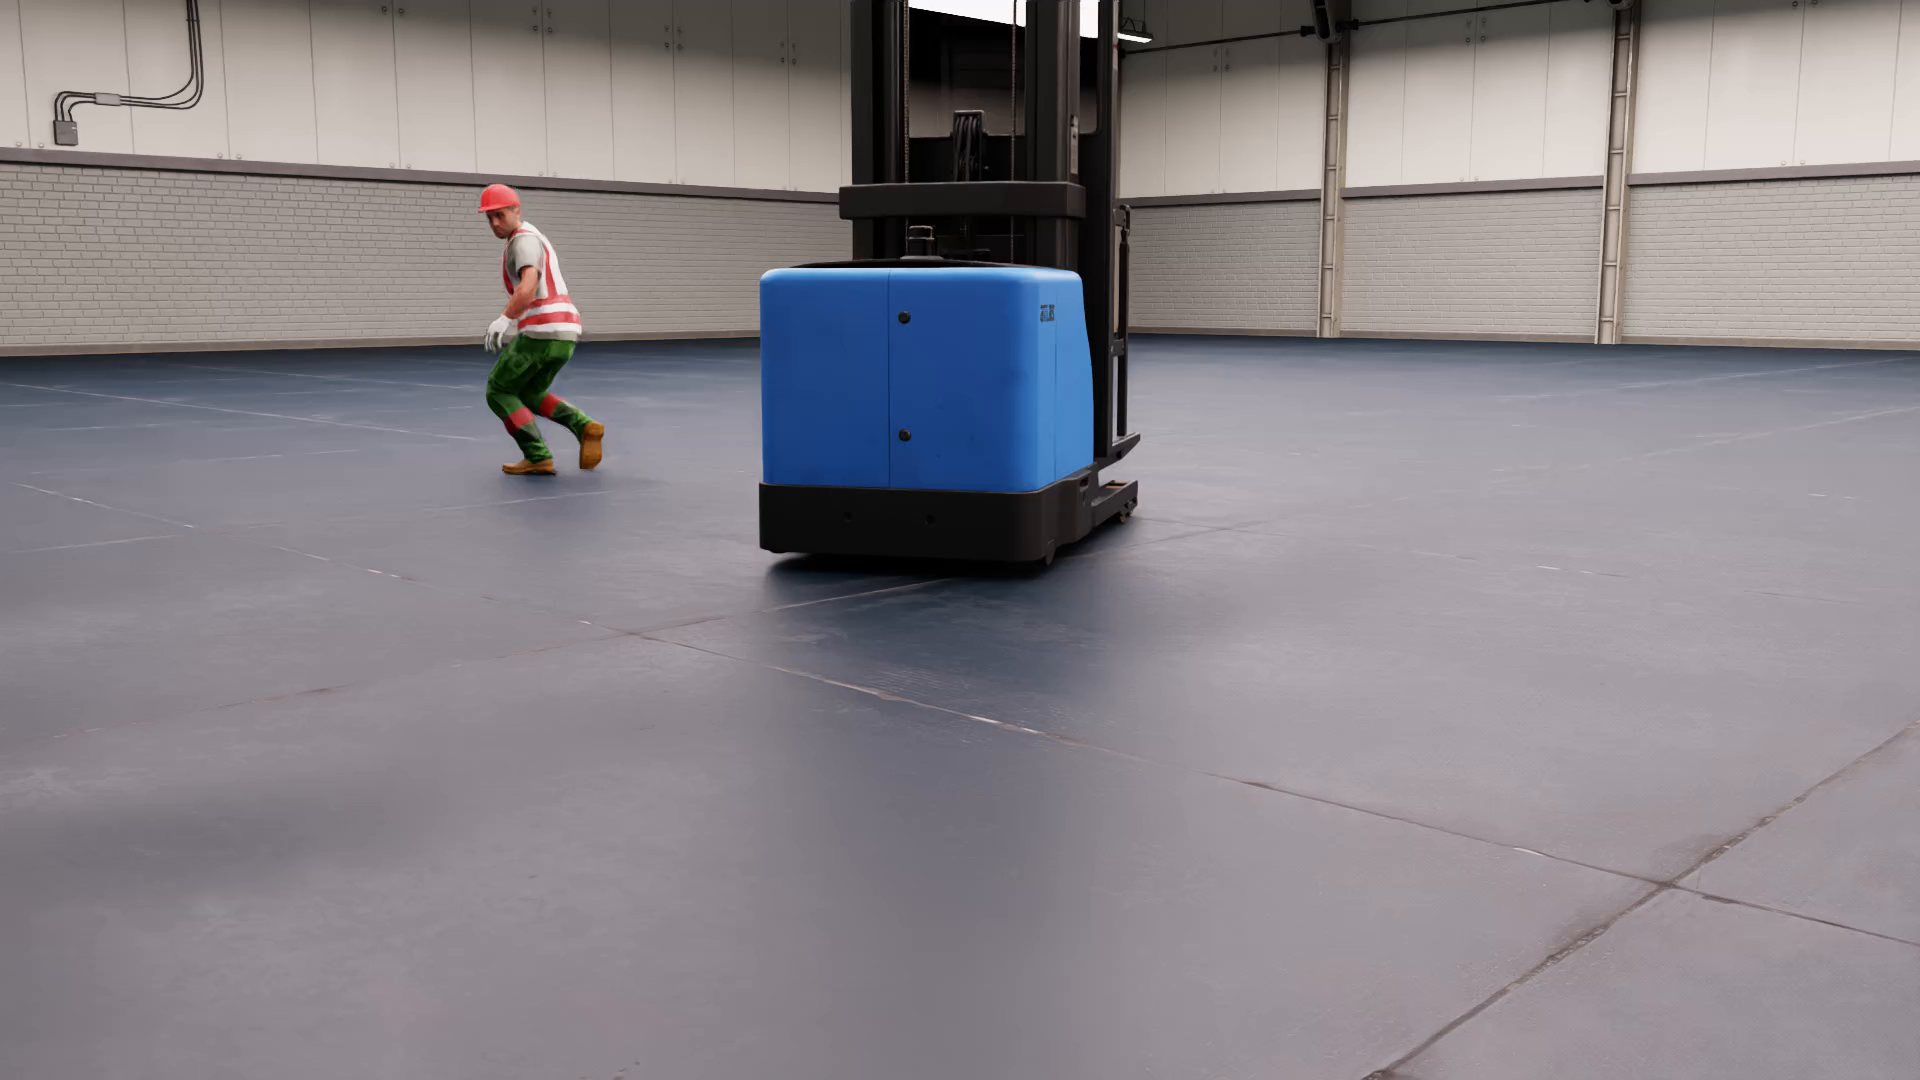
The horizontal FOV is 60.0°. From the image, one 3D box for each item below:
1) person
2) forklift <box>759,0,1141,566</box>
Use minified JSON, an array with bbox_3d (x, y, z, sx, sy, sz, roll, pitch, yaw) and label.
[{"bbox_3d":[-2.299,-1.157,9.196,0.597,1.586,0.936,1,9,8],"label":"person"},{"bbox_3d":[0.169,-1.537,7.079,1.130,2.935,3.031,2,9,16],"label":"forklift"}]
